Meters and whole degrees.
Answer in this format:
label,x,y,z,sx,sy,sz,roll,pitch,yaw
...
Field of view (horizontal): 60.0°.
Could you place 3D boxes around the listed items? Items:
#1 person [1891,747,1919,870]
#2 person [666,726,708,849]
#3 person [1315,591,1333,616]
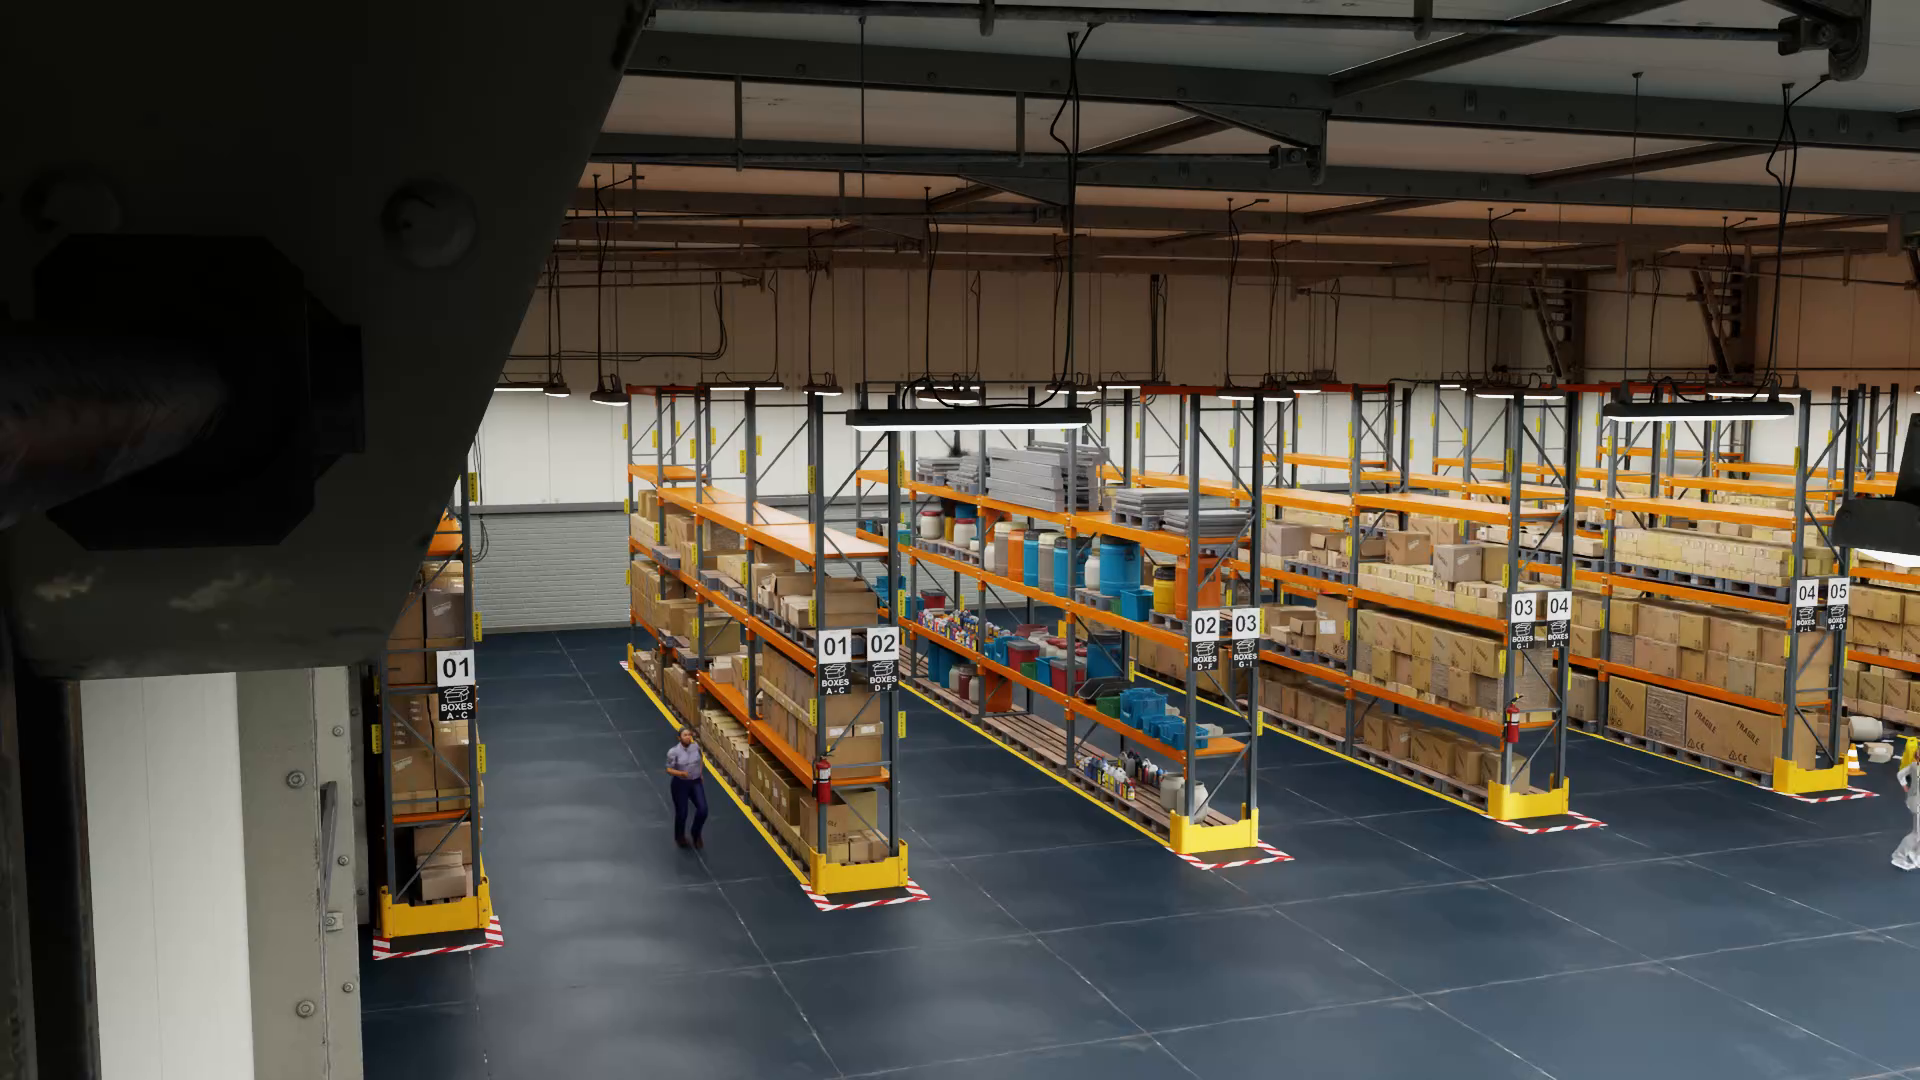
label,x,y,z,sx,sy,sz,roll,pitch,yaw
person,12.101,3.375,20.909,0.638,1.597,0.573,2,6,15
person,-3.580,3.272,21.885,0.580,1.662,0.685,-3,7,-30
person,7.638,1.911,34.409,0.708,1.742,0.624,-2,6,-15
